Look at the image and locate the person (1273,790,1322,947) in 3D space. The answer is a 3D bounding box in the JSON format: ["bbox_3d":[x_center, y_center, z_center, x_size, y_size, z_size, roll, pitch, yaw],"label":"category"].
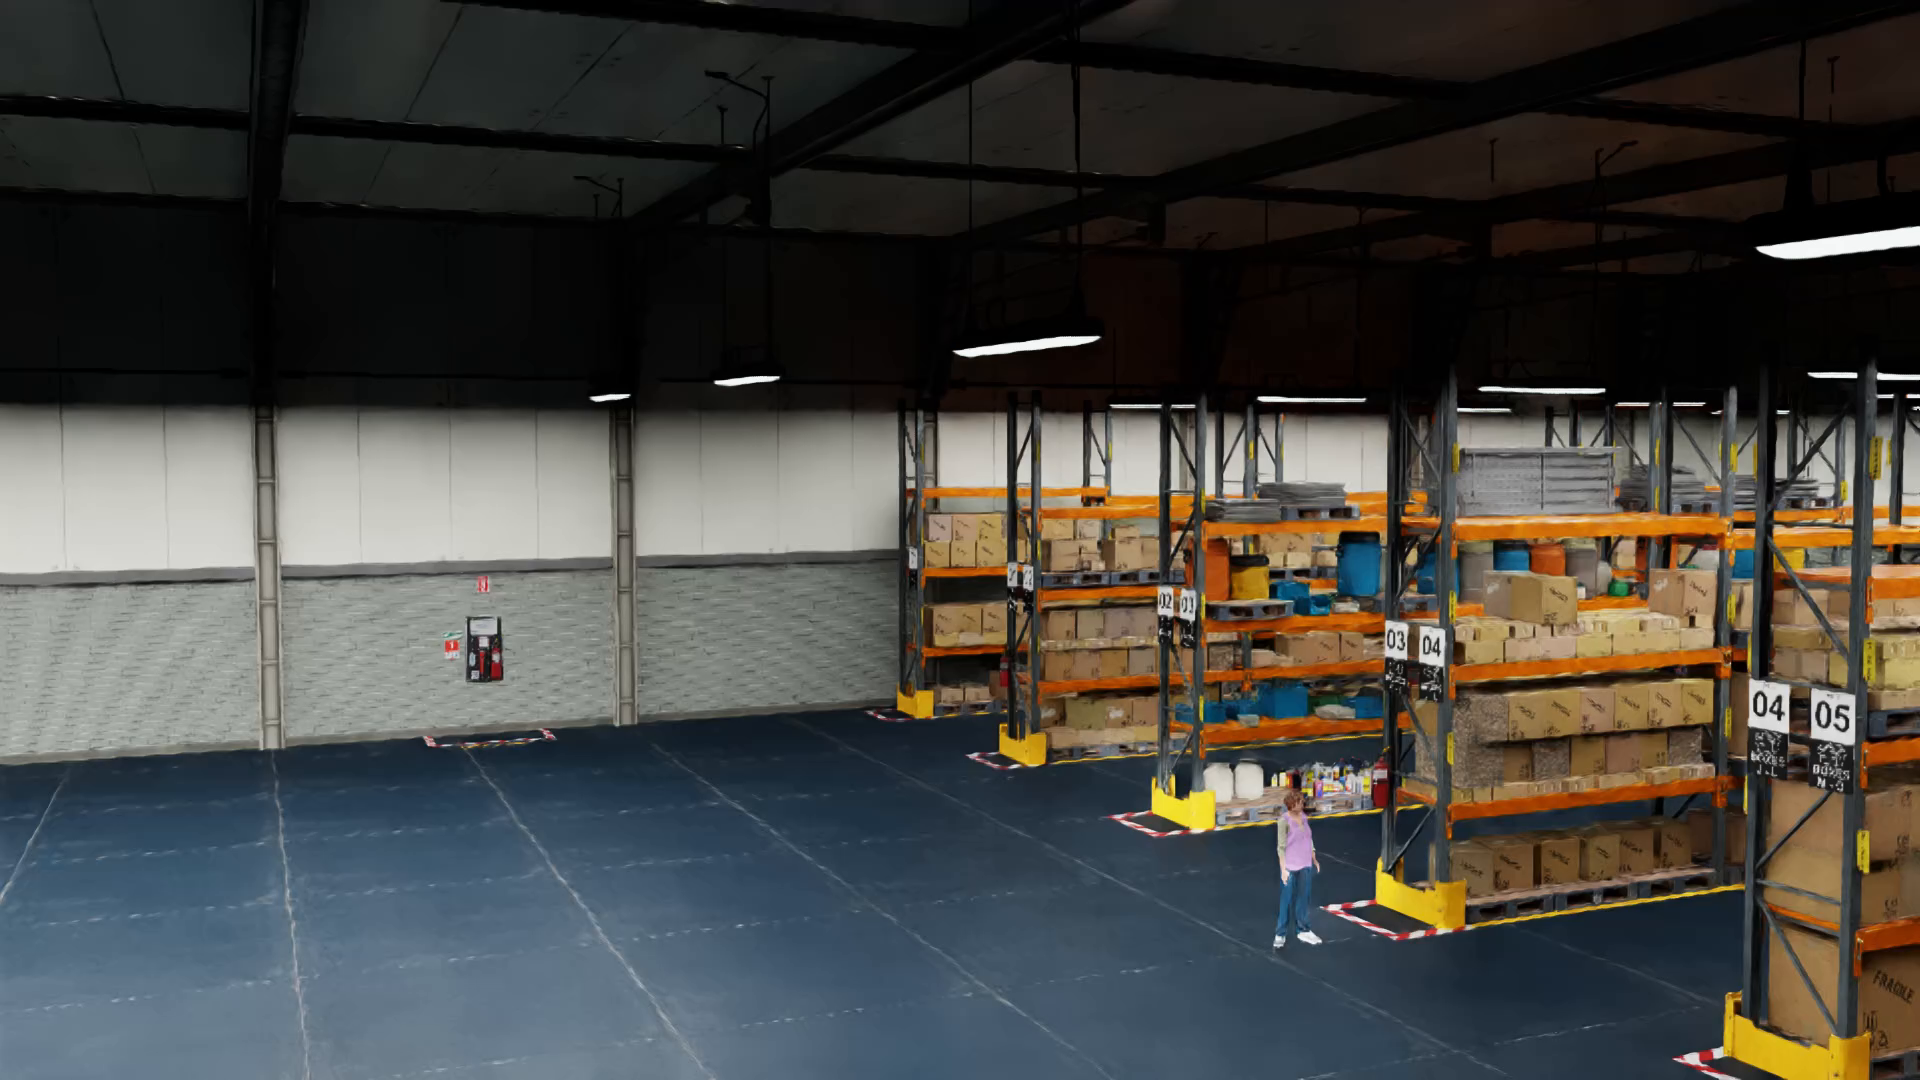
[{"bbox_3d":[3.445,3.349,17.013,0.558,1.605,0.341,-2,4,-31],"label":"person"}]
